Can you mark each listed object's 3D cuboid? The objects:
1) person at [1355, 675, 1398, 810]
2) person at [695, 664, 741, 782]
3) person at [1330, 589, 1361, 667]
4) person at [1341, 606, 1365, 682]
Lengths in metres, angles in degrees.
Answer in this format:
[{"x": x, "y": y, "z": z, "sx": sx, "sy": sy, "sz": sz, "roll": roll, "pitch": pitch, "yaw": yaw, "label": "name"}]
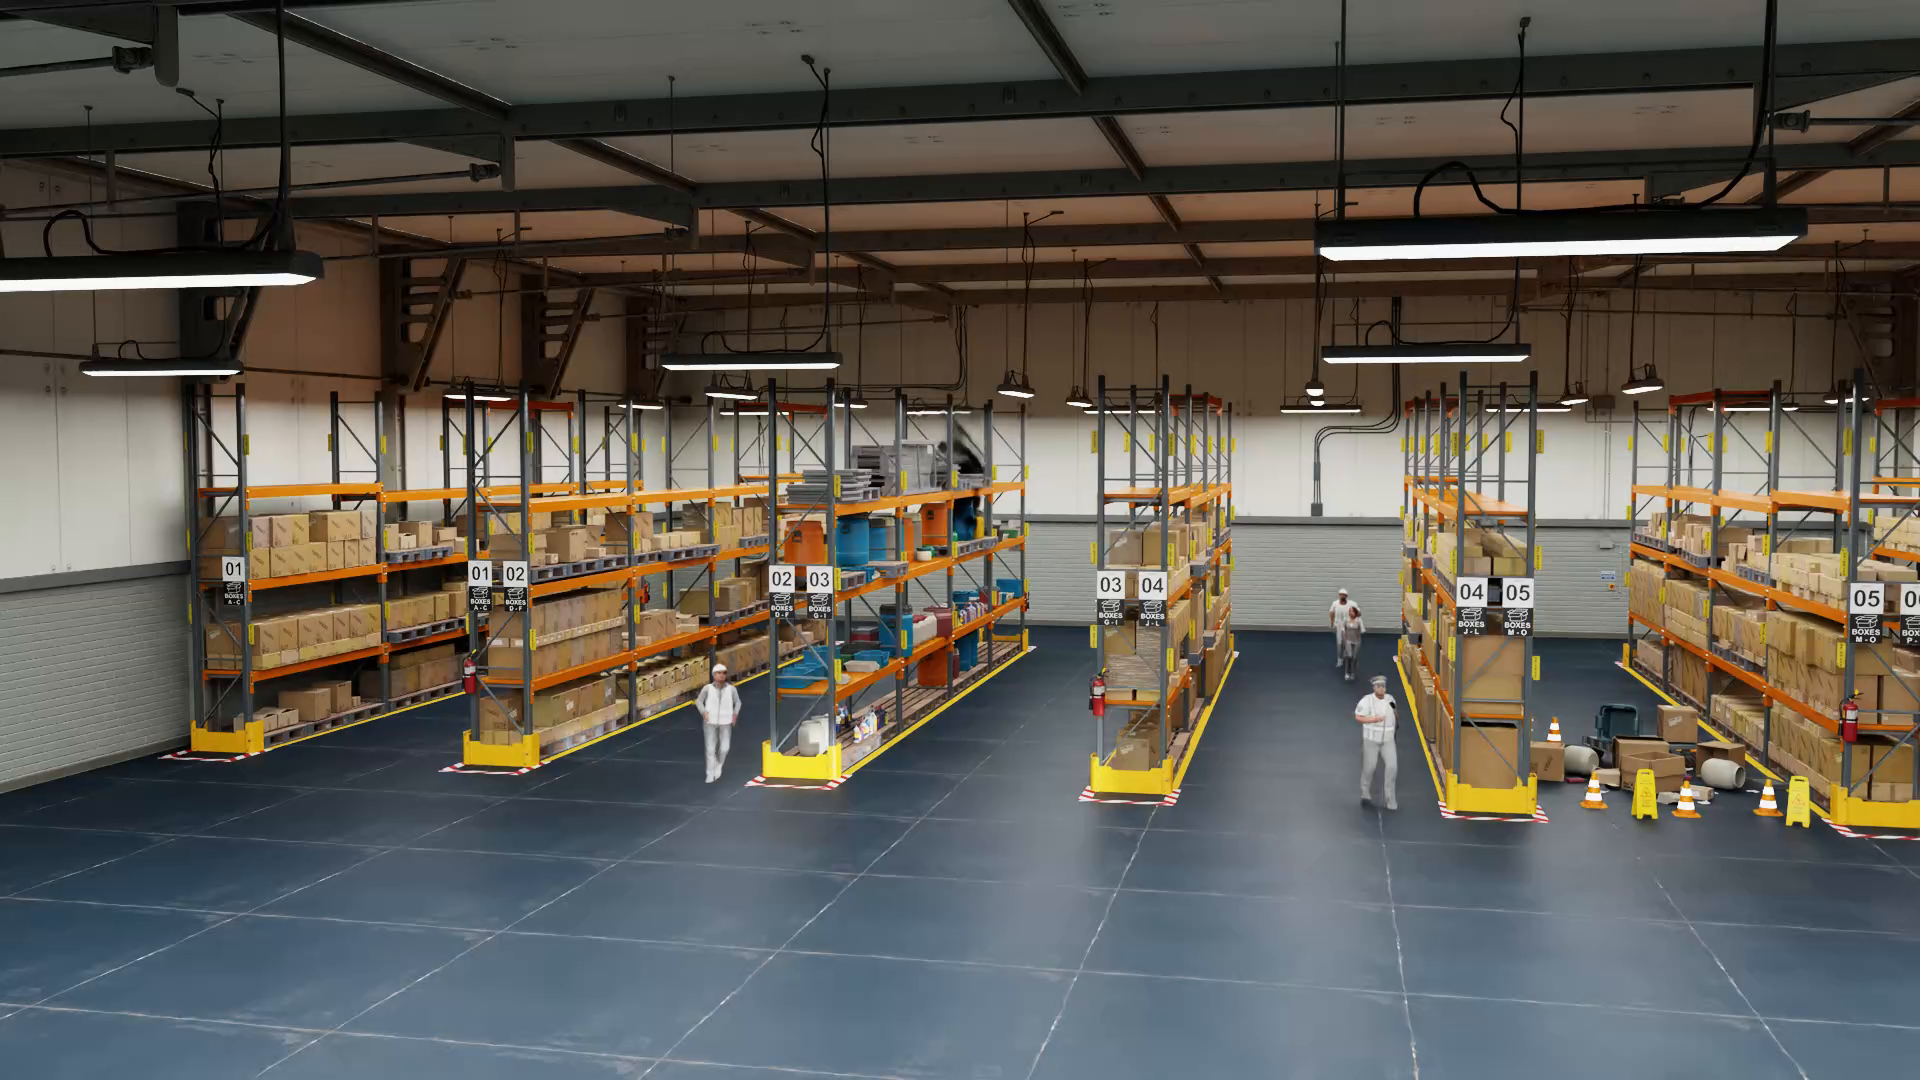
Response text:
[{"x": 5.799, "y": 2.801, "z": 23.105, "sx": 0.651, "sy": 1.870, "sz": 0.733, "roll": 0, "pitch": 3, "yaw": -4, "label": "person"}, {"x": -3.582, "y": 2.724, "z": 24.719, "sx": 0.685, "sy": 1.742, "sz": 0.523, "roll": -1, "pitch": 3, "yaw": -11, "label": "person"}, {"x": 8.756, "y": 1.980, "z": 37.798, "sx": 0.708, "sy": 1.762, "sz": 0.735, "roll": 1, "pitch": 4, "yaw": 24, "label": "person"}, {"x": 8.305, "y": 2.212, "z": 35.143, "sx": 0.508, "sy": 1.596, "sz": 0.666, "roll": 1, "pitch": 3, "yaw": 14, "label": "person"}]
